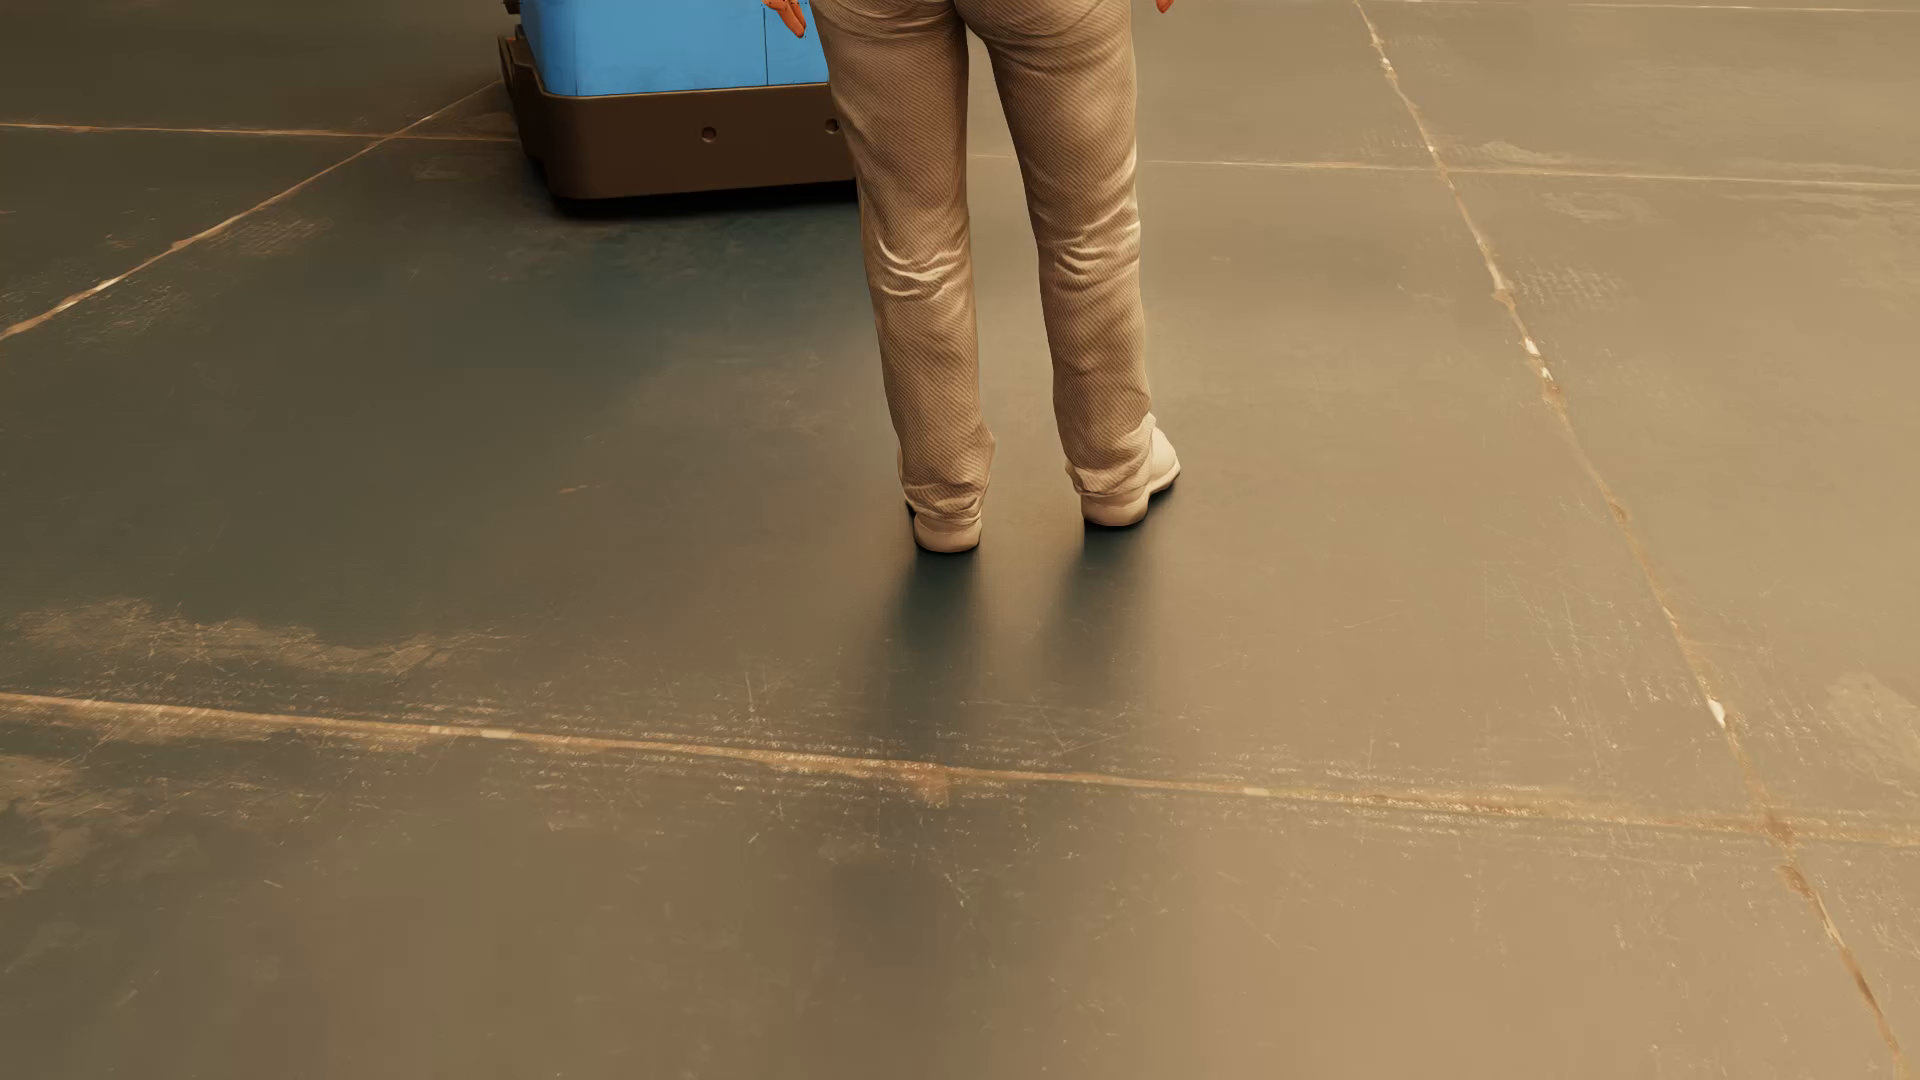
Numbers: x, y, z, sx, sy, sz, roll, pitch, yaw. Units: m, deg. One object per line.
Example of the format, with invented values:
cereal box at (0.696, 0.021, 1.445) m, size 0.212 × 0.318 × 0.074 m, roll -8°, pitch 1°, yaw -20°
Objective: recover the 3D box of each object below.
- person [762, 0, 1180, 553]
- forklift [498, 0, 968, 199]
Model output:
person at (0.016, -0.828, 2.156) m, size 0.633 × 1.775 × 0.566 m, roll 3°, pitch 27°, yaw 7°
forklift at (-0.892, -2.762, 4.753) m, size 1.130 × 2.935 × 3.031 m, roll -8°, pitch 28°, yaw -15°
